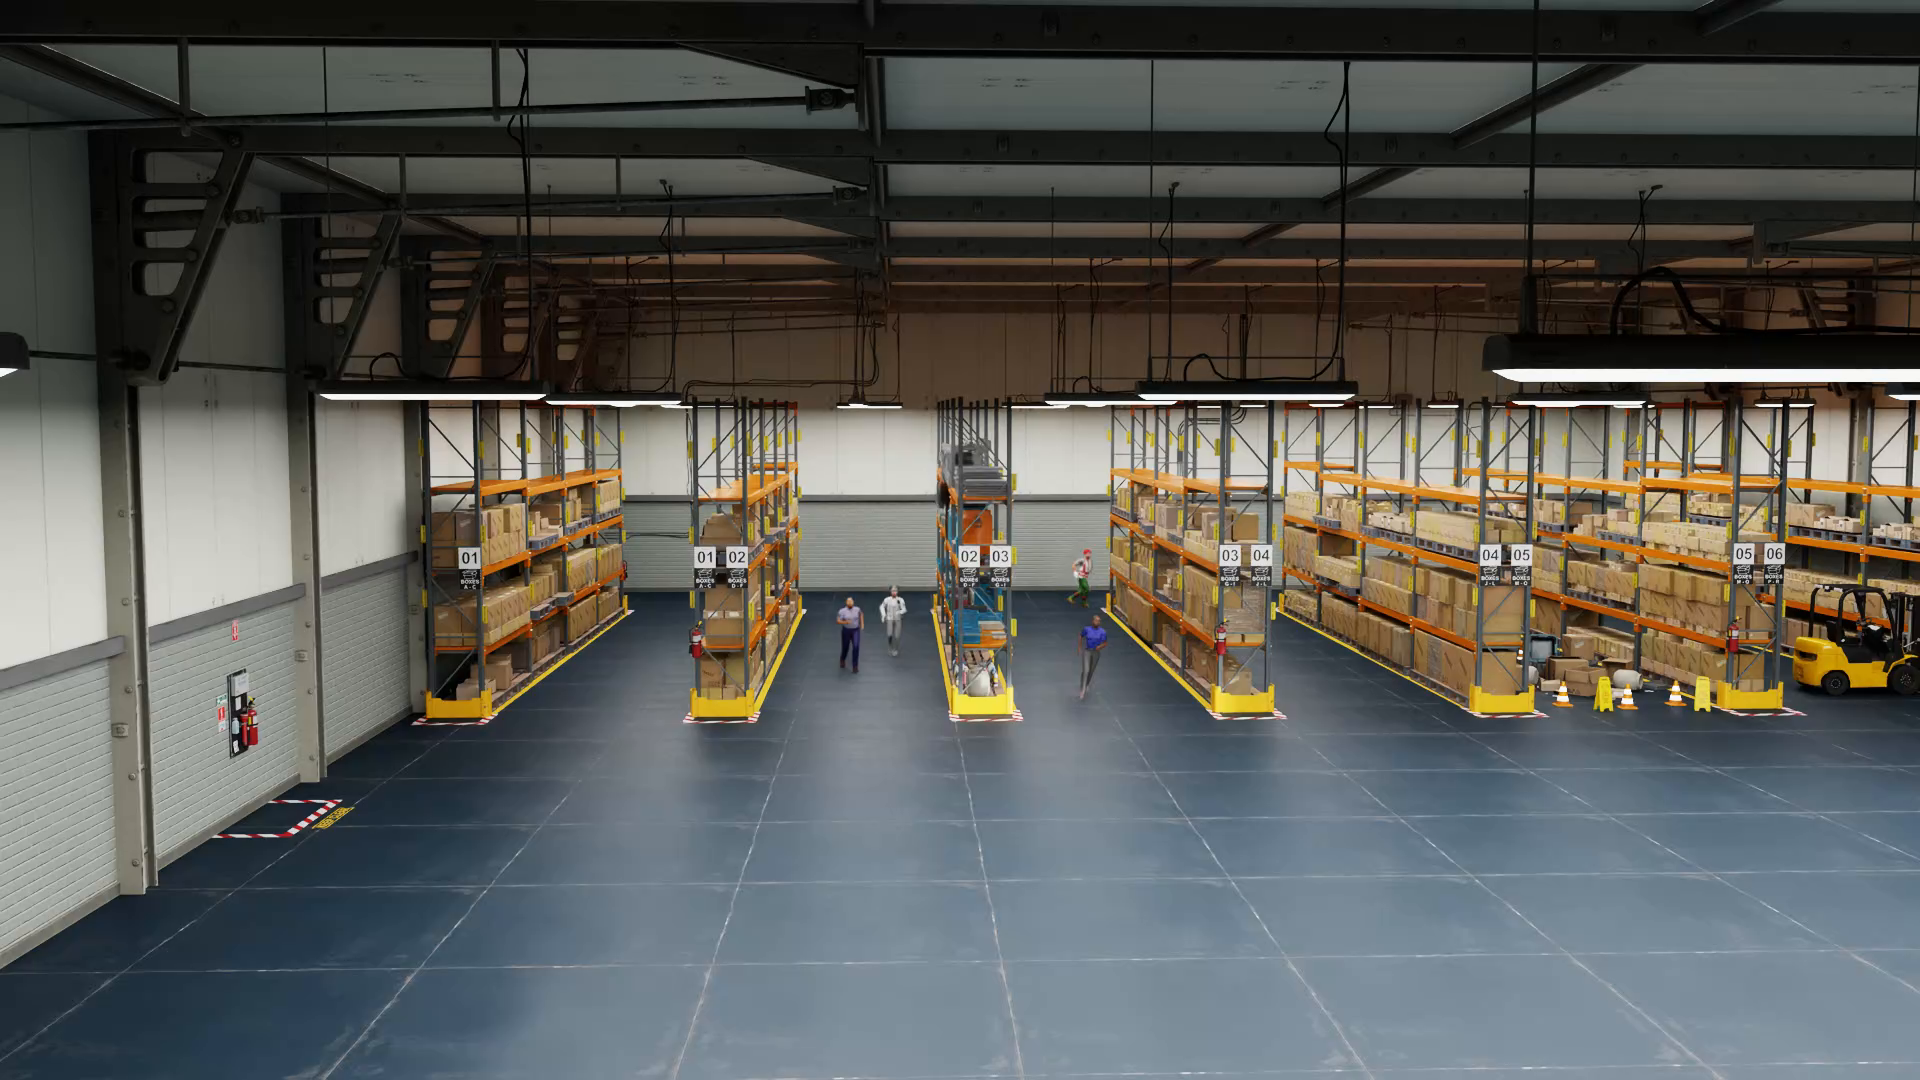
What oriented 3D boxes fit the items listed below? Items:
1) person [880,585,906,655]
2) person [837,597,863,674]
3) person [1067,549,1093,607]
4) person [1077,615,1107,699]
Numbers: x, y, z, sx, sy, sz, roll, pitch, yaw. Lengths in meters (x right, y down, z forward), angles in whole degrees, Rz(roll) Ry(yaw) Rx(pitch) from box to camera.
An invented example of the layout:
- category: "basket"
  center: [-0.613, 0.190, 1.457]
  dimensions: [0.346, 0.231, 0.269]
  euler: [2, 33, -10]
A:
- category: "person"
  center: [-1.554, 1.878, 38.818]
  dimensions: [0.603, 1.658, 0.619]
  euler: [0, 4, -3]
- category: "person"
  center: [-2.422, 2.079, 36.653]
  dimensions: [0.593, 1.688, 0.902]
  euler: [-1, 4, -8]
- category: "person"
  center: [3.563, 1.125, 48.770]
  dimensions: [0.665, 1.726, 0.786]
  euler: [2, 5, 25]
- category: "person"
  center: [2.626, 2.314, 33.380]
  dimensions: [0.639, 1.637, 0.836]
  euler: [0, 4, -4]
